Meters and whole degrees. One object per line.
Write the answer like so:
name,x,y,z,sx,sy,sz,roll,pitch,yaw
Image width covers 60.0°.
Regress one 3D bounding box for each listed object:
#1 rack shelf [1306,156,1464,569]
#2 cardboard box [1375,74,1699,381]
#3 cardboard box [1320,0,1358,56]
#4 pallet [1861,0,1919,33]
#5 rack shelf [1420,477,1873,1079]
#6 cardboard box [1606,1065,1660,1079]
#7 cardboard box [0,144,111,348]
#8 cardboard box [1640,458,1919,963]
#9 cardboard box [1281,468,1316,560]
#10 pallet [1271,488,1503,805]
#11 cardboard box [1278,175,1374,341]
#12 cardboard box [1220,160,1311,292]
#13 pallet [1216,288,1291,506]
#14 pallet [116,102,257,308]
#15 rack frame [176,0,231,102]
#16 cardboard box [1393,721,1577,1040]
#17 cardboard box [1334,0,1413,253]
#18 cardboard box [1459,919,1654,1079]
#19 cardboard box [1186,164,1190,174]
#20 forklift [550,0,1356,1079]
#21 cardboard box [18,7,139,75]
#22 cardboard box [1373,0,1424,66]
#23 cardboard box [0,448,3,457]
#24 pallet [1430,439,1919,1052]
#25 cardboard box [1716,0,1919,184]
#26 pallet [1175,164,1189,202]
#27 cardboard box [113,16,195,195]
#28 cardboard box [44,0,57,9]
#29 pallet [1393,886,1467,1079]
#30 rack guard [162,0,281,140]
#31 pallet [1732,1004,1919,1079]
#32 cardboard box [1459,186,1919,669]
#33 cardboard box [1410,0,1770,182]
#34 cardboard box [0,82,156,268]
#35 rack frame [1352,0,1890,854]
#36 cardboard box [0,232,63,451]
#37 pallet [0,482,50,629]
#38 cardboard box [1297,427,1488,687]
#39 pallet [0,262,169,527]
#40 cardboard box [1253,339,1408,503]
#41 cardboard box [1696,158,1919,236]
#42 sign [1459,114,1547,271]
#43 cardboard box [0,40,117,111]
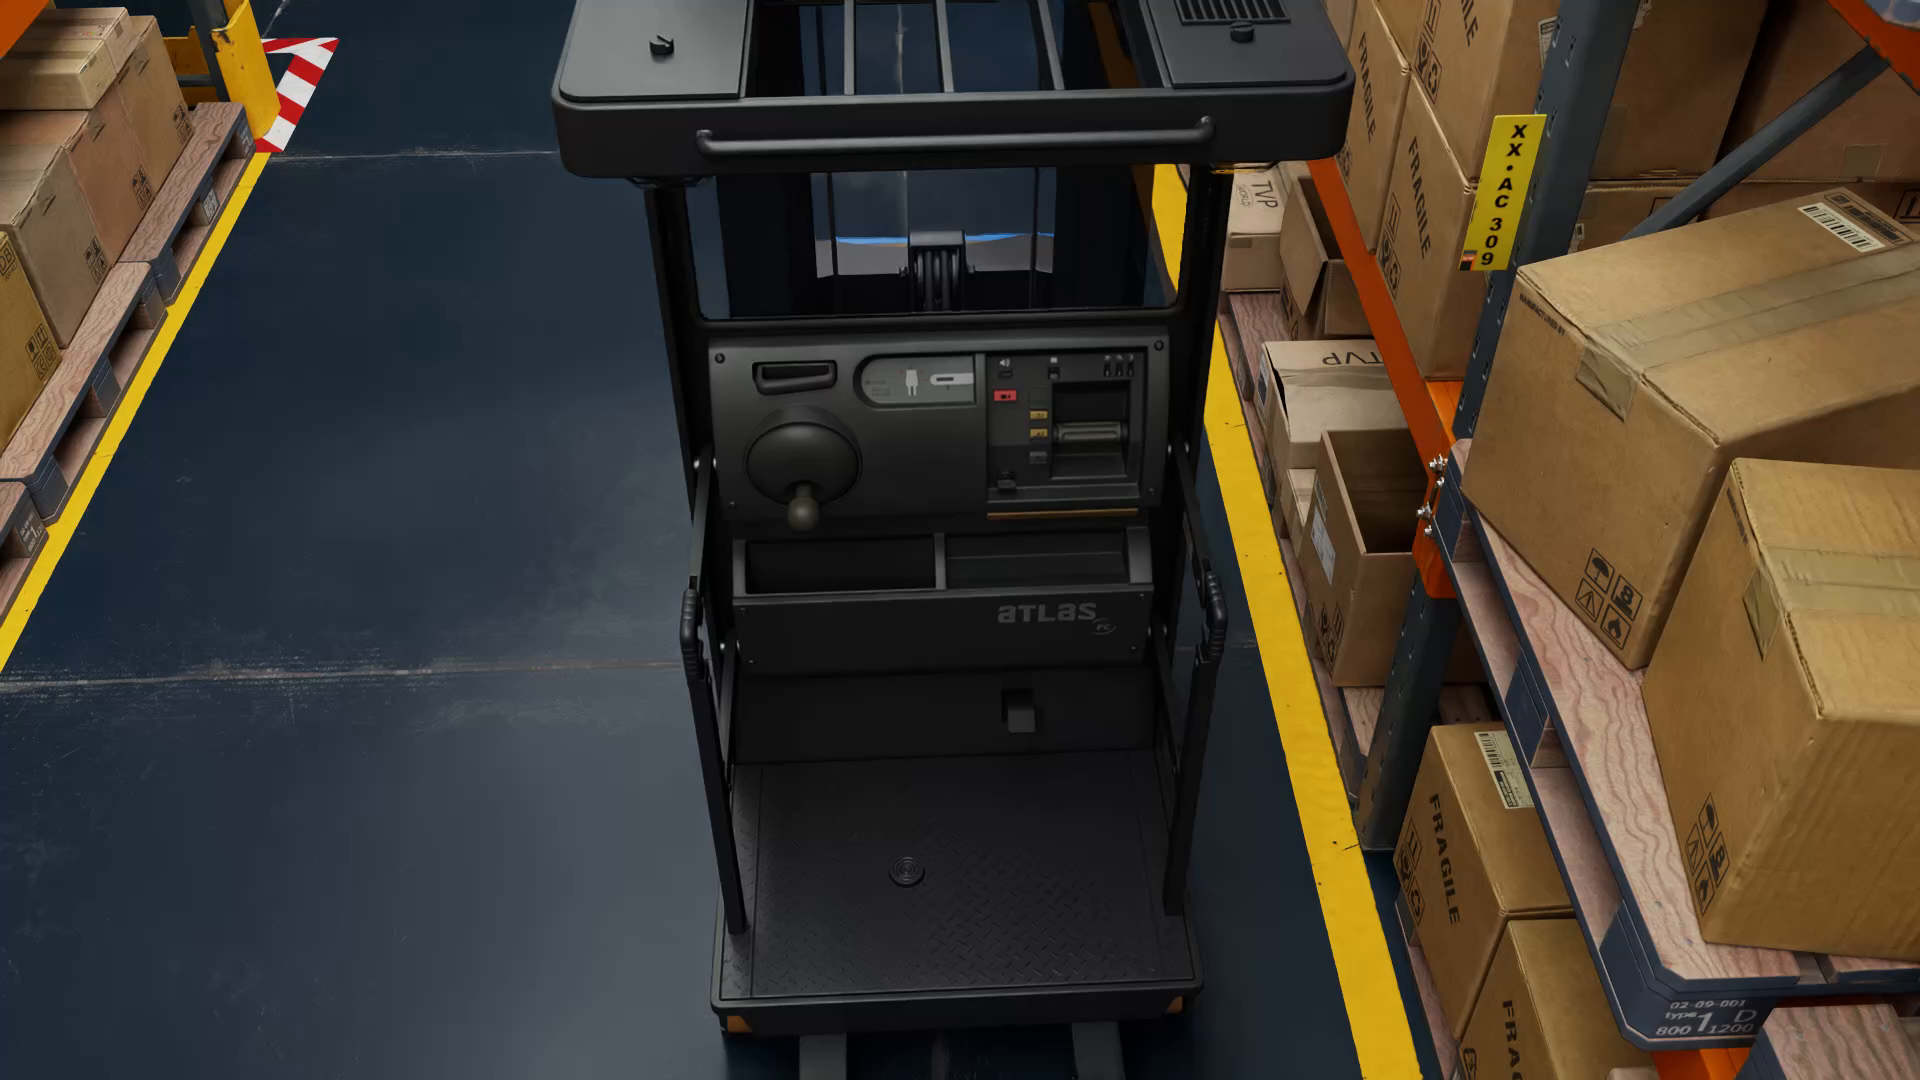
rack shelf,1.465,-1.427,5.119,1.077,0.370,4.000,-2,43,-2
cardboard box,1.272,-0.709,3.729,0.500,0.500,0.500,-1,43,-1
cardboard box,1.225,-1.403,4.487,0.500,0.500,0.500,-1,43,-1
pallet,1.507,-0.936,1.970,1.213,0.211,1.003,-2,43,-2
rack shelf,1.635,1.274,2.173,1.077,0.370,4.000,-2,43,-2
cardboard box,1.369,1.150,2.745,0.500,0.250,0.500,-2,43,-2
cardboard box,-3.396,-0.984,5.642,0.700,0.500,0.500,-3,43,-3
cardboard box,1.439,0.255,2.367,0.700,0.500,0.500,5,43,5
cardboard box,1.166,-0.081,4.903,0.380,0.149,0.250,-2,43,-2
pallet,1.522,0.223,4.851,1.003,0.211,1.213,-2,43,-2
cardboard box,1.465,-0.852,5.481,0.797,0.503,0.637,-2,43,-2
cardboard box,1.162,-1.140,5.984,0.500,0.250,0.500,-2,43,-2
pallet,1.467,-0.603,5.752,1.003,0.211,1.213,-2,43,-2
pallet,-3.457,-1.332,6.547,1.003,0.211,1.213,-2,43,-2
rack frame,-3.569,-2.897,6.191,1.000,3.000,0.127,-2,43,-2
cardboard box,1.327,0.751,3.735,0.500,0.500,0.500,-3,43,-4
cardboard box,1.249,-1.057,4.109,0.500,0.500,0.500,-1,43,-1
cardboard box,1.361,1.111,3.342,0.500,0.500,0.500,-1,43,-1
cardboard box,1.141,-1.478,6.352,0.500,0.250,0.500,-2,43,-2
forklift,-0.025,-0.140,3.234,1.130,2.935,3.031,-2,43,-2
cardboard box,-3.252,-1.819,6.073,0.380,0.149,0.250,-2,43,-2
cardboard box,1.245,-1.427,3.773,0.500,0.500,0.500,-2,43,-3
cardboard box,-3.347,-0.277,4.872,0.700,0.500,0.500,-2,43,-2
pallet,1.475,0.272,2.876,1.003,0.211,1.213,-2,43,-2
cardboard box,1.811,-1.073,3.387,0.500,0.500,0.500,-1,43,-1
pallet,1.418,-1.425,6.648,1.003,0.211,1.213,-2,43,-2
cardboard box,-3.439,-1.661,6.381,0.700,0.500,0.500,-2,43,-2
cardboard box,-3.645,-1.979,6.248,0.380,0.149,0.250,-1,43,-2
pallet,1.622,1.234,3.747,1.003,0.211,1.213,-2,43,-2
rack guard,-3.570,-1.992,7.053,1.175,0.500,0.348,-2,43,-2
pallet,1.633,1.117,1.954,1.003,0.211,1.213,-2,43,-2
cardboard box,1.347,-0.207,2.871,0.700,0.500,0.500,-15,45,-16
cardboard box,1.270,-1.081,3.396,0.500,0.500,0.500,-1,43,-2
cardboard box,-3.418,-1.323,6.013,0.700,0.500,0.500,-2,43,-2
rack frame,1.550,-0.342,3.403,1.000,3.000,0.127,-2,43,-2
cardboard box,-3.366,-0.624,5.250,0.700,0.500,0.500,-1,43,-1
pallet,-3.353,0.315,4.750,1.003,0.211,1.213,-2,43,-2
cardboard box,1.242,0.041,4.510,0.500,0.500,0.500,-2,43,-2
pallet,-3.408,-0.510,5.651,1.003,0.211,1.213,-2,43,-2
cardboard box,1.210,-0.396,5.126,0.500,0.311,0.500,-2,43,-2
cardboard box,1.800,-0.731,3.753,0.500,0.500,0.500,-1,43,-1
sign,1.008,-0.640,3.088,0.100,0.325,0.005,-2,43,-2
cardboard box,-3.240,-1.646,5.885,0.380,0.149,0.250,-1,43,-1
